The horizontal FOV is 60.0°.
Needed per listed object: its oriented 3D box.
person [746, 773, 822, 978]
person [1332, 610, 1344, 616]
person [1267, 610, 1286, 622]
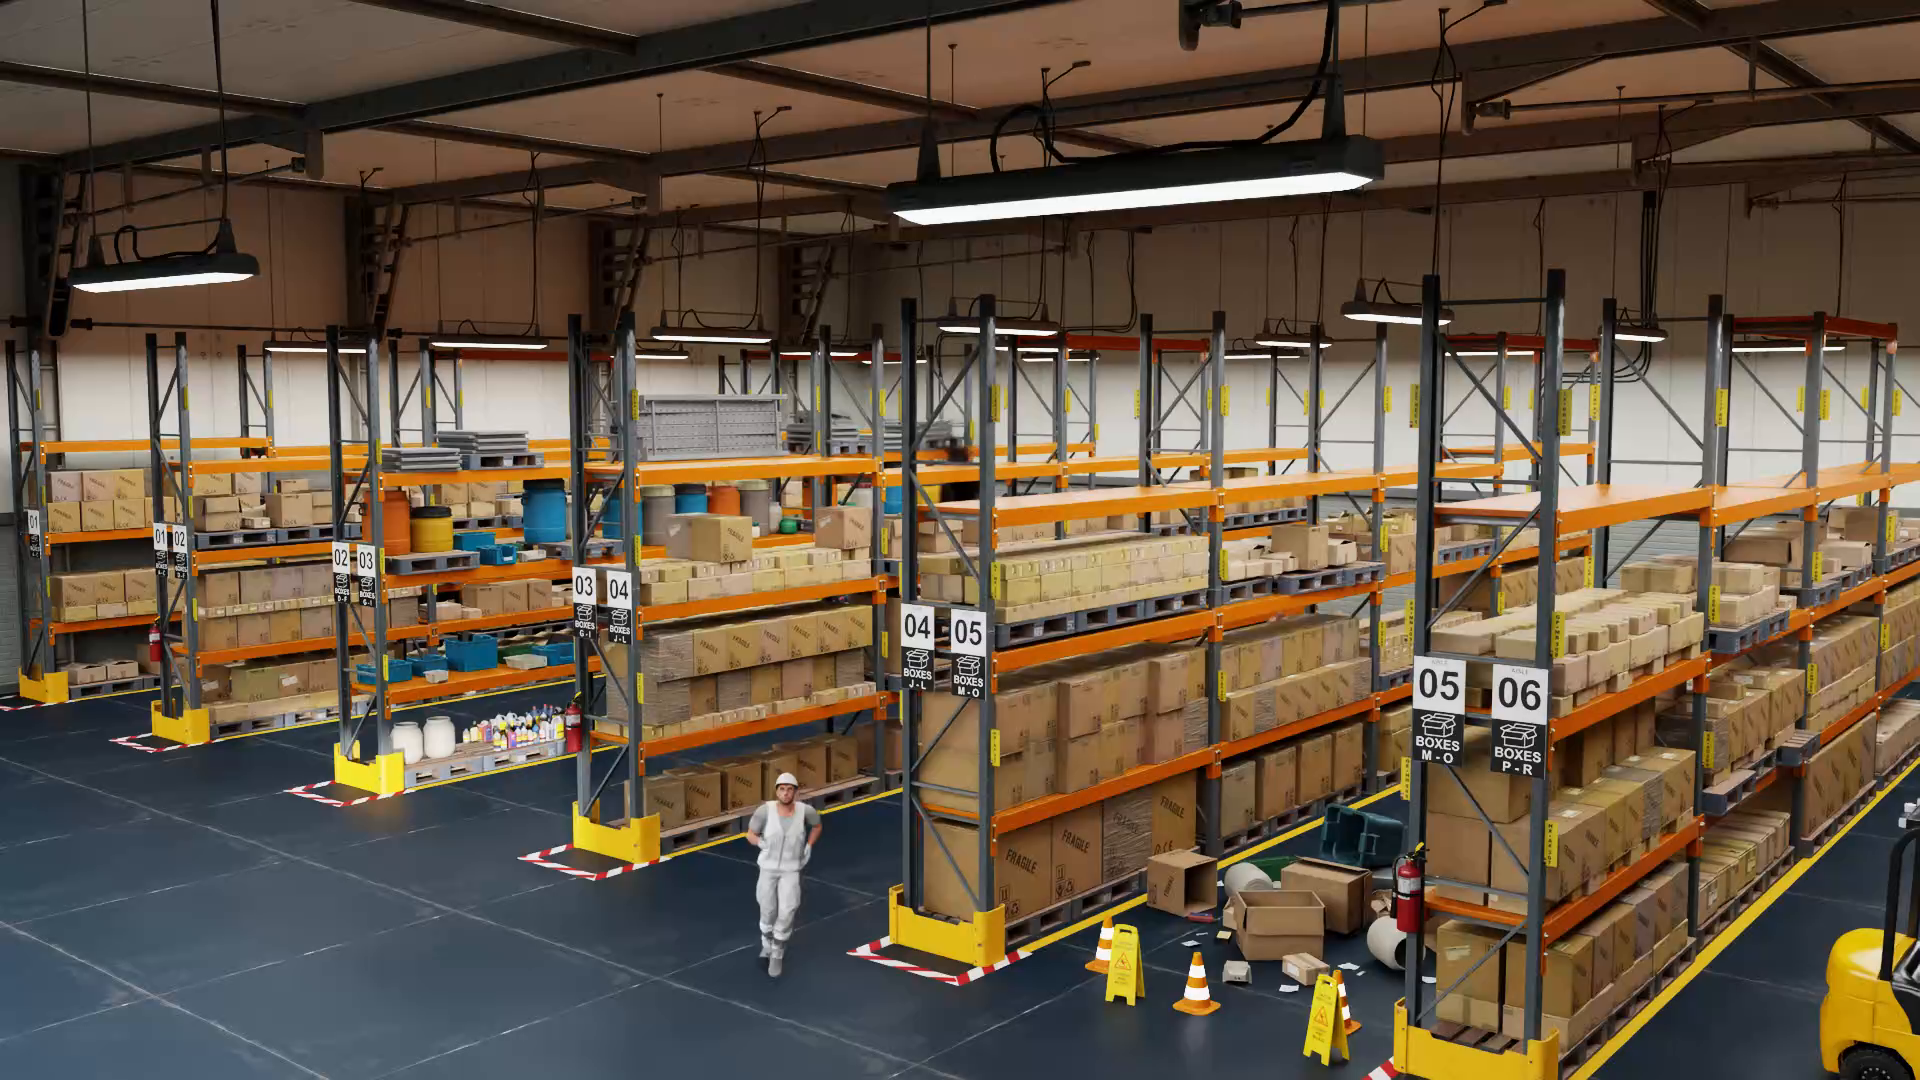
[{"bbox_3d":[-1.569,2.964,14.777,0.652,1.828,0.734,0,5,0],"label":"person"},{"bbox_3d":[5.857,1.988,25.530,0.987,1.837,0.731,-5,7,-43],"label":"person"},{"bbox_3d":[5.176,1.864,26.932,0.667,1.767,0.740,4,7,40],"label":"person"}]
